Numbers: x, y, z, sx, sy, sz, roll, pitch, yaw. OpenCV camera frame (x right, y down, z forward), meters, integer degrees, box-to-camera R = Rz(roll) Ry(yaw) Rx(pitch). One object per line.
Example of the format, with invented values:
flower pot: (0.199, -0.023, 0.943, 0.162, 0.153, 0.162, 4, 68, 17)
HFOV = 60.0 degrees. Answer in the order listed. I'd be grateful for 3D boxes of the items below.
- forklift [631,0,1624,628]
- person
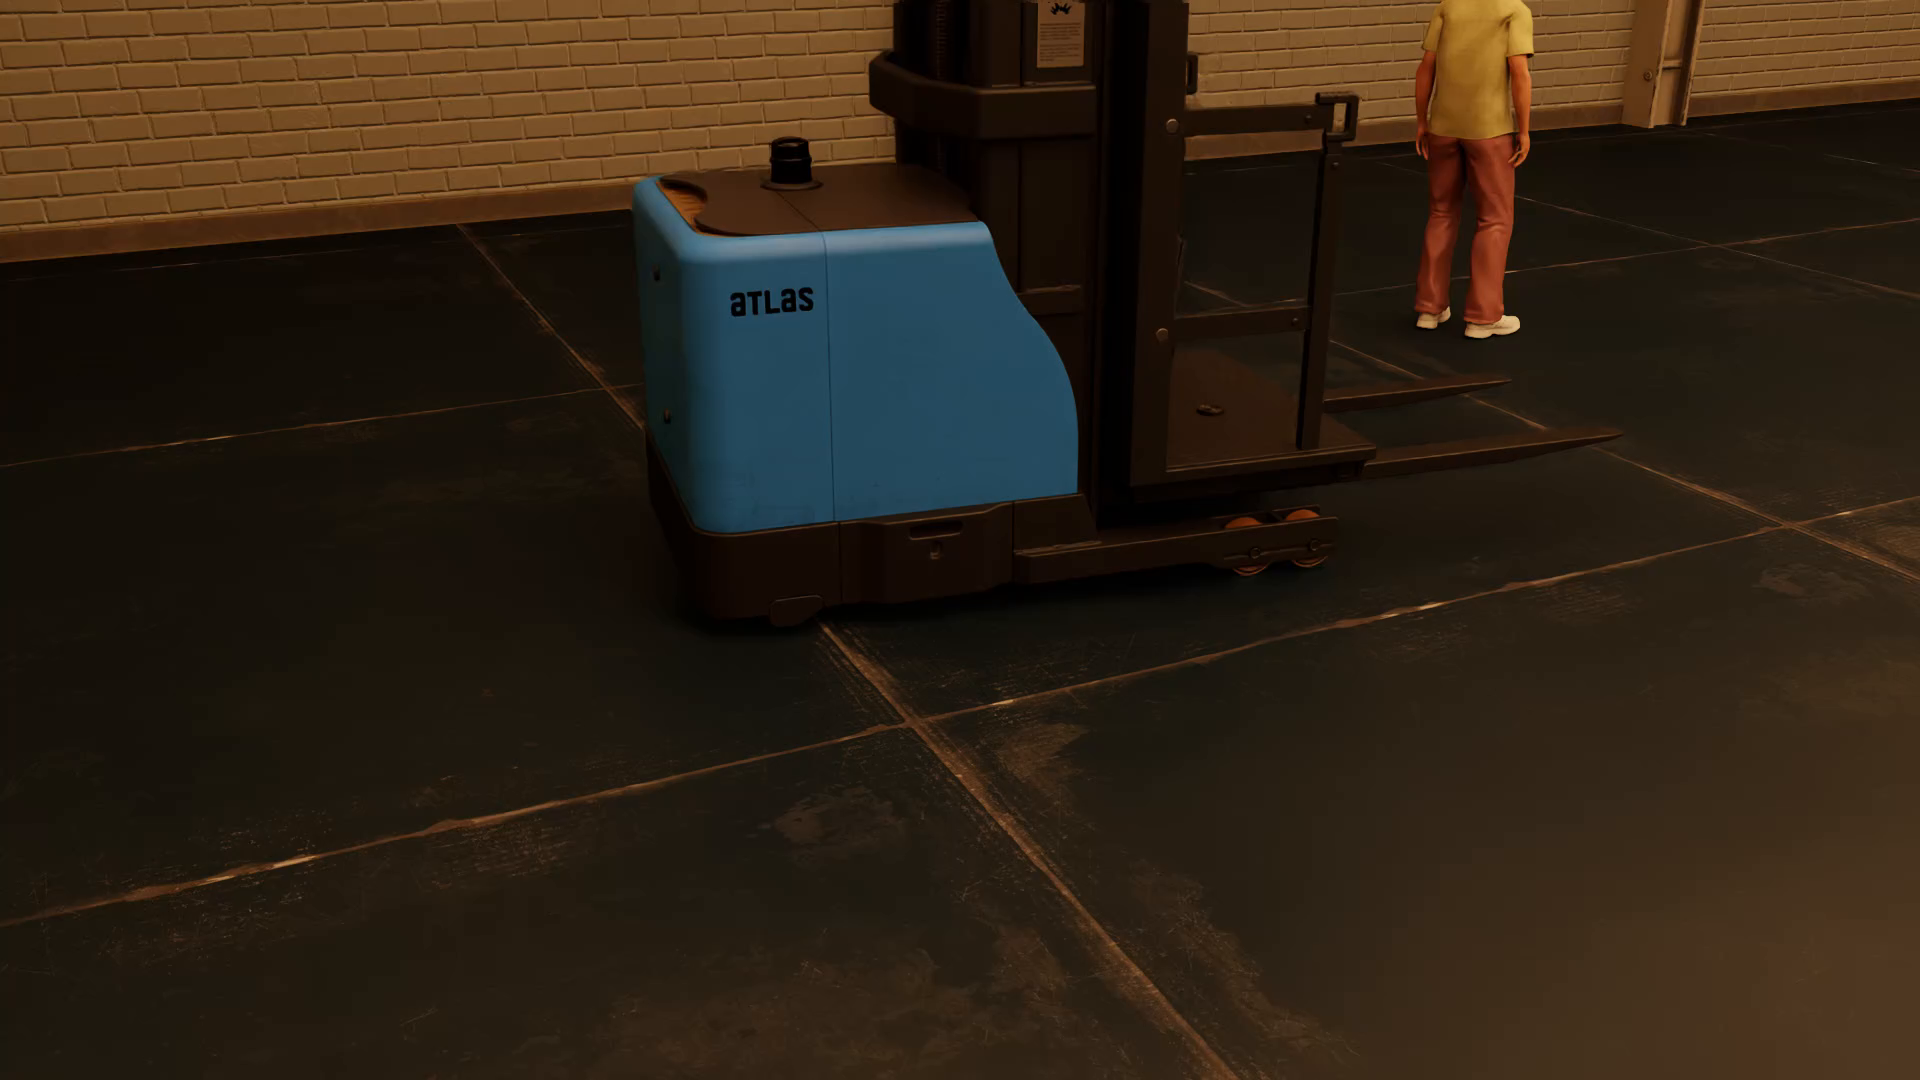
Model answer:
forklift: (0.599, -1.435, 4.742, 3.031, 2.935, 1.130, -7, 24, -16)
person: (2.179, -1.713, 7.052, 0.515, 1.671, 0.365, 18, 28, 36)
